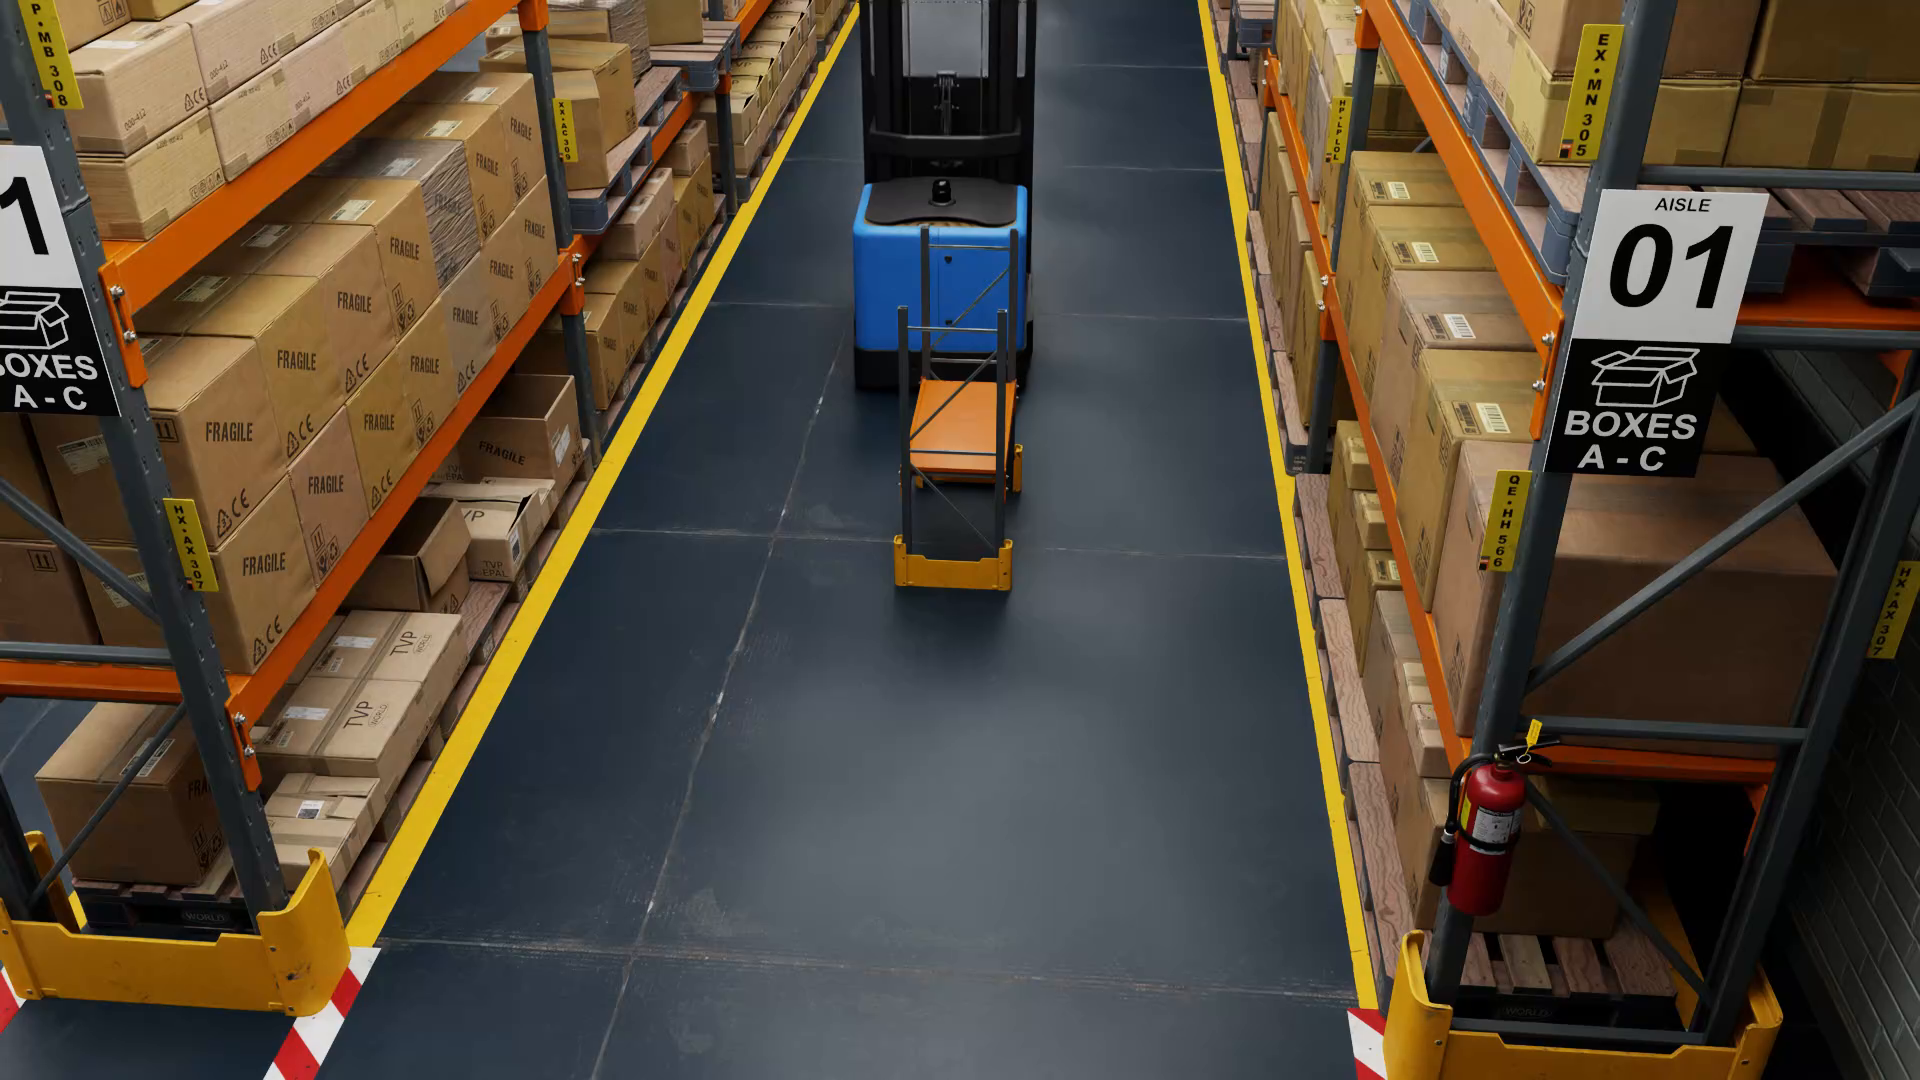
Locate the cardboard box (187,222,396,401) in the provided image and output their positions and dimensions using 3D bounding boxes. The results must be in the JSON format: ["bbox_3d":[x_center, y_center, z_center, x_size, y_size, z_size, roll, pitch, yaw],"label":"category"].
[{"bbox_3d":[-2.493,-0.861,6.239,0.500,0.500,0.500,3,32,5],"label":"cardboard box"}]

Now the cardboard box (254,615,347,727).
[{"bbox_3d":[-2.966,0.556,7.190,0.500,0.250,0.500,2,32,4],"label":"cardboard box"}]

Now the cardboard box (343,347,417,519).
[{"bbox_3d":[-2.493,-0.432,6.497,0.500,0.500,0.500,2,32,4],"label":"cardboard box"}]

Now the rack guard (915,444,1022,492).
[{"bbox_3d":[0.047,-0.407,9.172,0.587,0.250,0.087,2,32,4],"label":"rack guard"}]

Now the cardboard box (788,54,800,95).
[{"bbox_3d":[-1.724,-4.159,14.859,0.500,0.250,0.500,3,32,5],"label":"cardboard box"}]

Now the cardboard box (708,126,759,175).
[{"bbox_3d":[-1.886,-3.089,13.125,0.500,0.250,0.500,2,32,4],"label":"cardboard box"}]

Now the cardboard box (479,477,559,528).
[{"bbox_3d":[-2.281,-0.193,8.503,0.380,0.149,0.250,2,32,4],"label":"cardboard box"}]

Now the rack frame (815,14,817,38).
[{"bbox_3d":[-1.895,-5.912,15.483,1.000,3.000,0.127,2,32,4],"label":"rack frame"}]

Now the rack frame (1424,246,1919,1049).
[{"bbox_3d":[2.065,0.573,4.961,1.000,3.000,0.127,2,32,4],"label":"rack frame"}]

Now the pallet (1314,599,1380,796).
[{"bbox_3d":[2.154,0.702,7.409,1.003,0.211,1.213,2,32,4],"label":"pallet"}]

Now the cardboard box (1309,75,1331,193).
[{"bbox_3d":[2.209,-2.216,9.088,0.500,0.500,0.500,3,32,4],"label":"cardboard box"}]

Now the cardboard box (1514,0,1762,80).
[{"bbox_3d":[1.853,-1.575,4.520,0.500,0.500,0.500,2,32,4],"label":"cardboard box"}]

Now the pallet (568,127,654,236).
[{"bbox_3d":[-2.373,-2.060,9.416,1.003,0.211,1.213,2,32,4],"label":"pallet"}]

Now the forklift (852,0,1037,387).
[{"bbox_3d":[-0.062,-2.908,10.676,1.130,2.935,3.031,1,32,2],"label":"forklift"}]

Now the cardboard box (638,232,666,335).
[{"bbox_3d":[-2.184,-1.634,10.506,0.500,0.500,0.500,3,32,5],"label":"cardboard box"}]

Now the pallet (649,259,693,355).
[{"bbox_3d":[-2.422,-1.608,11.158,1.003,0.211,1.213,2,32,4],"label":"pallet"}]

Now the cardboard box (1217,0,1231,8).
[{"bbox_3d":[3.066,-5.879,17.394,0.700,0.500,0.500,1,32,1],"label":"cardboard box"}]

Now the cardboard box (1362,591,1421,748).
[{"bbox_3d":[2.103,0.563,6.959,0.700,0.500,0.500,1,32,2],"label":"cardboard box"}]

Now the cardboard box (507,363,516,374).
[{"bbox_3d":[-2.792,-1.122,9.674,0.500,0.500,0.500,2,32,4],"label":"cardboard box"}]

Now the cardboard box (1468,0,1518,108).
[{"bbox_3d":[1.901,-1.528,5.159,0.500,0.250,0.500,1,32,2],"label":"cardboard box"}]

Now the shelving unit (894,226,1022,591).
[{"bbox_3d":[0.006,-0.678,8.421,0.587,1.500,1.083,2,32,4],"label":"shelving unit"}]

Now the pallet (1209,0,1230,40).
[{"bbox_3d":[3.158,-5.507,17.485,1.003,0.211,1.213,2,32,4],"label":"pallet"}]

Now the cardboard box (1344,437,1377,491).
[{"bbox_3d":[2.018,-0.352,7.825,0.380,0.149,0.250,3,32,6],"label":"cardboard box"}]

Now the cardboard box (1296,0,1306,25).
[{"bbox_3d":[2.343,-3.338,10.195,0.500,0.250,0.500,3,32,4],"label":"cardboard box"}]

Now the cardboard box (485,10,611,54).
[{"bbox_3d":[-2.464,-2.876,10.062,0.700,0.500,0.500,-5,32,-9],"label":"cardboard box"}]

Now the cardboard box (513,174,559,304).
[{"bbox_3d":[-2.332,-1.499,8.227,0.500,0.500,0.500,3,32,5],"label":"cardboard box"}]

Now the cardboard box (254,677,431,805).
[{"bbox_3d":[-2.505,0.813,6.773,0.500,0.250,0.500,2,32,4],"label":"cardboard box"}]

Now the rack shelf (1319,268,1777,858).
[{"bbox_3d":[2.228,-0.167,6.847,1.077,0.370,4.000,2,32,4],"label":"rack shelf"}]

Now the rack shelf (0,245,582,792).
[{"bbox_3d":[-2.710,-0.376,7.187,1.077,0.370,4.000,2,32,4],"label":"rack shelf"}]

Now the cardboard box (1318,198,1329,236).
[{"bbox_3d":[2.133,-1.742,8.938,0.380,0.149,0.250,3,32,5],"label":"cardboard box"}]

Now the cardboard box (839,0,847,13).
[{"bbox_3d":[-1.464,-5.672,17.315,0.500,0.250,0.500,2,32,4],"label":"cardboard box"}]

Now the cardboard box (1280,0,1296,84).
[{"bbox_3d":[2.370,-3.271,10.802,0.500,0.500,0.500,3,32,6],"label":"cardboard box"}]

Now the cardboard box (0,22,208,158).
[{"bbox_3d":[-2.571,-1.320,4.841,0.500,0.250,0.500,2,32,4],"label":"cardboard box"}]

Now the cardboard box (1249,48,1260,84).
[{"bbox_3d":[2.999,-4.439,15.058,0.700,0.500,0.500,3,32,6],"label":"cardboard box"}]

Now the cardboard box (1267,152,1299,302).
[{"bbox_3d":[2.448,-2.037,10.845,0.750,0.750,0.750,2,32,4],"label":"cardboard box"}]

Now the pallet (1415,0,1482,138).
[{"bbox_3d":[2.212,-1.694,5.866,1.003,0.211,1.213,2,32,4],"label":"pallet"}]

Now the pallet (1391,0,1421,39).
[{"bbox_3d":[2.314,-2.331,6.898,1.003,0.211,1.213,2,32,4],"label":"pallet"}]

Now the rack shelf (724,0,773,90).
[{"bbox_3d":[-2.058,-4.559,13.975,1.077,0.370,4.000,2,32,4],"label":"rack shelf"}]

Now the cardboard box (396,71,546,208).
[{"bbox_3d":[-2.330,-1.921,7.960,0.500,0.500,0.500,3,32,4],"label":"cardboard box"}]

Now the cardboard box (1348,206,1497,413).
[{"bbox_3d":[2.265,-0.982,7.198,0.980,0.700,0.700,2,32,3],"label":"cardboard box"}]

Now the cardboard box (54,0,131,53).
[{"bbox_3d":[-2.847,-1.651,4.663,0.700,0.500,0.500,2,32,4],"label":"cardboard box"}]

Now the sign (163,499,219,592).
[{"bbox_3d":[-2.332,0.018,5.037,0.100,0.325,0.005,2,32,4],"label":"sign"}]

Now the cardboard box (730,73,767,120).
[{"bbox_3d":[-1.851,-3.603,13.424,0.500,0.311,0.500,2,32,3],"label":"cardboard box"}]

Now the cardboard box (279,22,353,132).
[{"bbox_3d":[-2.485,-1.630,5.820,0.500,0.250,0.500,2,32,4],"label":"cardboard box"}]

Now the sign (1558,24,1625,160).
[{"bbox_3d":[1.525,-1.078,4.012,0.100,0.325,0.005,2,32,4],"label":"sign"}]

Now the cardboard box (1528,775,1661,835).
[{"bbox_3d":[2.212,0.886,5.818,0.380,0.149,0.250,3,32,4],"label":"cardboard box"}]

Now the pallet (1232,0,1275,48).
[{"bbox_3d":[2.668,-3.906,12.412,1.213,0.211,1.003,2,32,4],"label":"pallet"}]

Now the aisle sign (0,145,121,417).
[{"bbox_3d":[-2.585,-0.695,4.541,0.394,0.787,0.004,2,32,4],"label":"aisle sign"}]

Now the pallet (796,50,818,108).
[{"bbox_3d":[-1.917,-4.338,15.587,1.003,0.211,1.213,2,32,4],"label":"pallet"}]

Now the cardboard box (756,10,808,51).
[{"bbox_3d":[-1.679,-4.662,15.142,0.500,0.311,0.500,3,32,5],"label":"cardboard box"}]
